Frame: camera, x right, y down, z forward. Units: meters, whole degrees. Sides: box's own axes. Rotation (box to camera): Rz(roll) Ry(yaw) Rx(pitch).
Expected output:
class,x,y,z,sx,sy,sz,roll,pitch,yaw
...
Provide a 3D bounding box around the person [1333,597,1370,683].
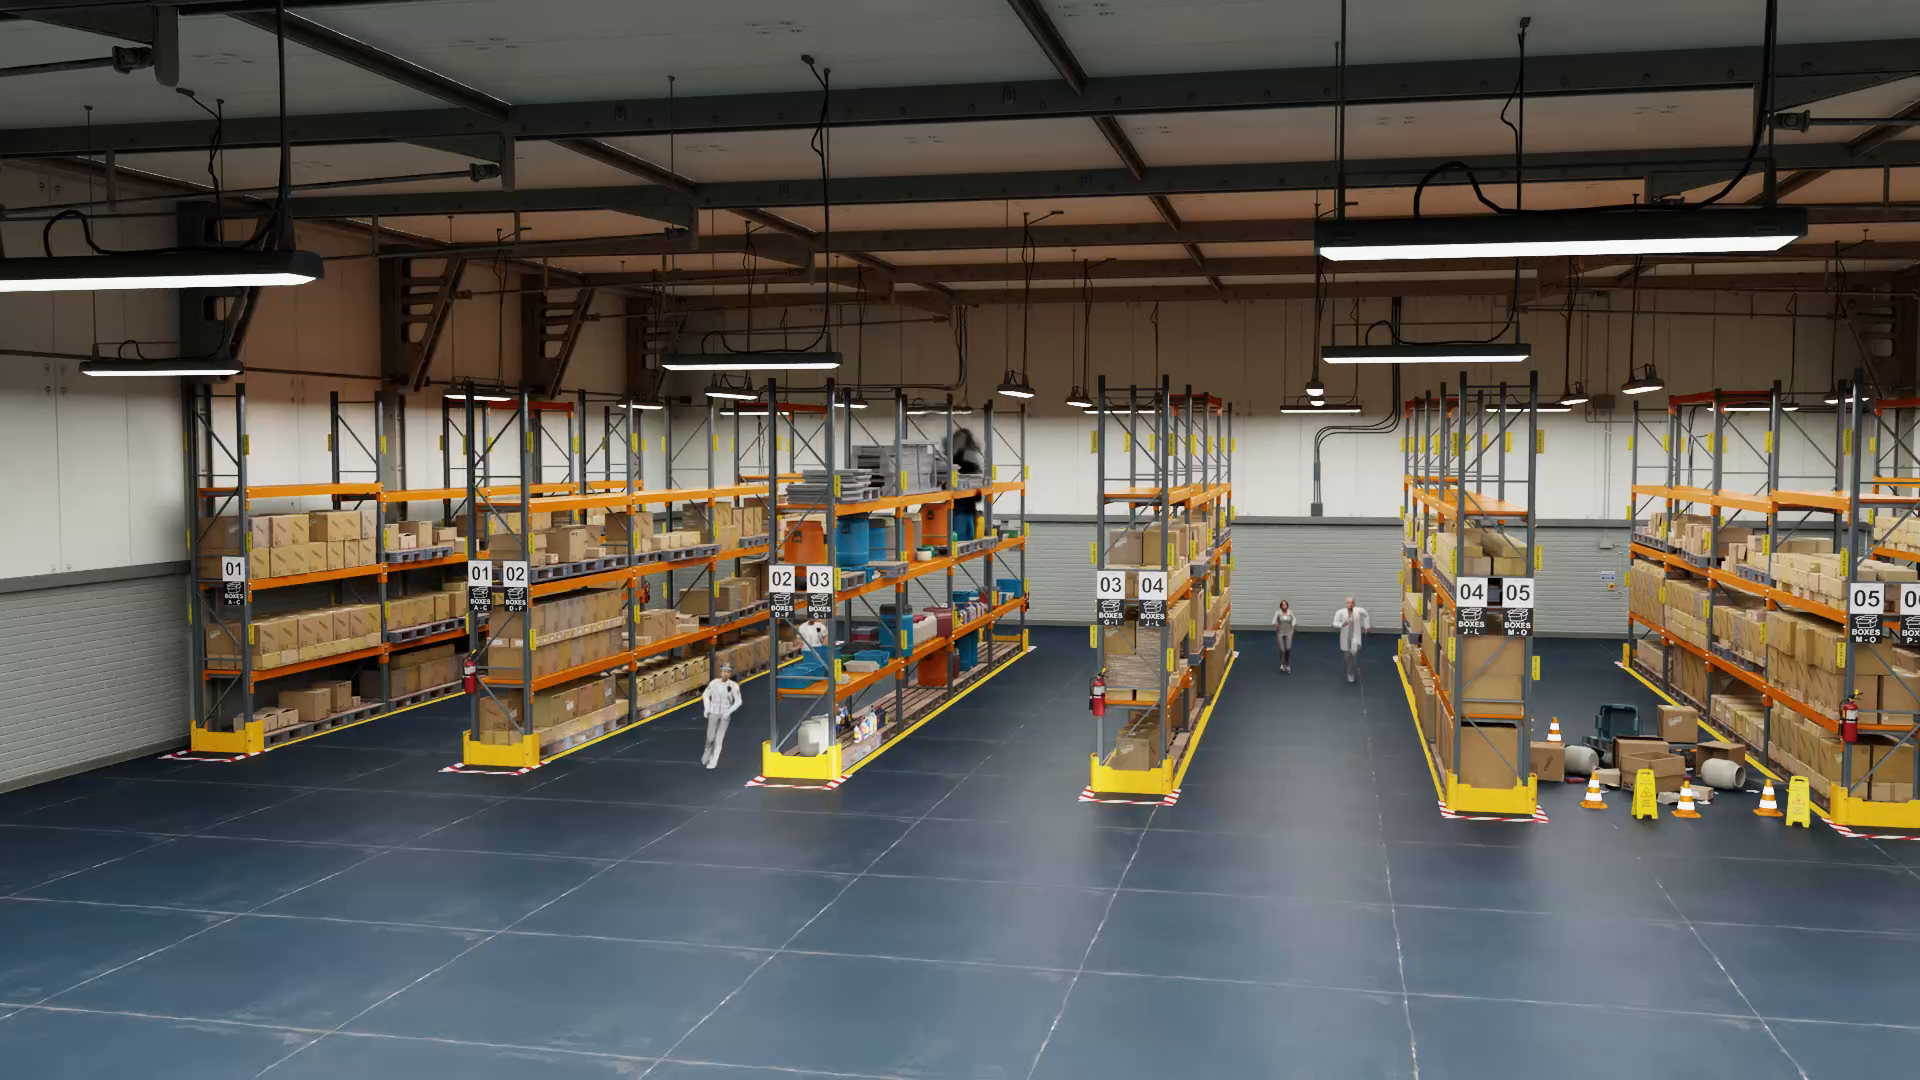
class,x,y,z,sx,sy,sz,roll,pitch,yaw
person,8.285,2.112,35.216,0.747,1.817,0.924,1,3,14

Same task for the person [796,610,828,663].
class,x,y,z,sx,sy,sz,roll,pitch,yaw
person,-2.951,2.237,33.059,0.633,1.746,0.612,0,3,1

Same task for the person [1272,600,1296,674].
class,x,y,z,sx,sy,sz,roll,pitch,yaw
person,7.118,2.126,36.557,0.525,1.621,0.679,1,3,9

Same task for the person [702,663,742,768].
class,x,y,z,sx,sy,sz,roll,pitch,yaw
person,-3.696,2.710,25.742,0.643,1.637,0.501,0,3,-4
